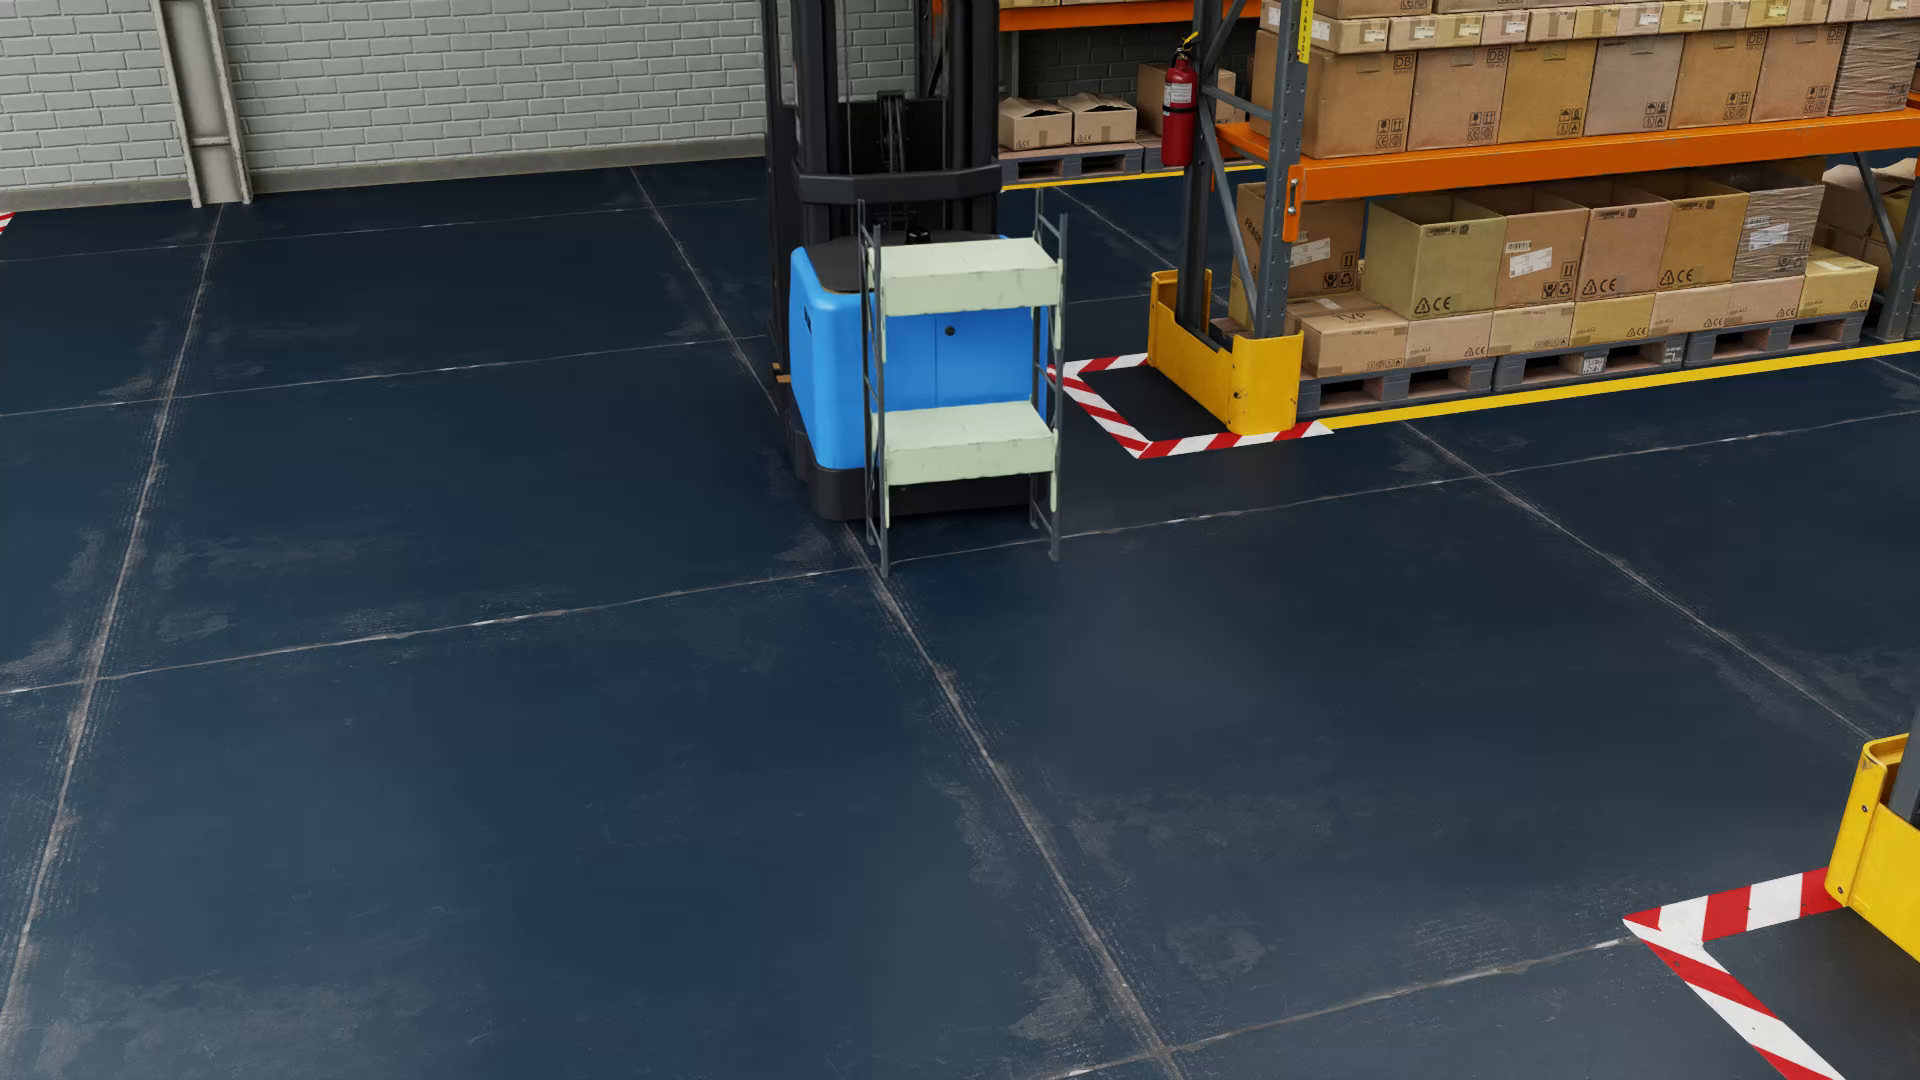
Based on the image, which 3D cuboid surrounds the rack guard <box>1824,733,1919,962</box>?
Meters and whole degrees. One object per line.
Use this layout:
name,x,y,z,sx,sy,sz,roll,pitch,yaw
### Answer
rack guard,2.978,1.054,4.566,0.348,0.500,1.175,-8,28,-16

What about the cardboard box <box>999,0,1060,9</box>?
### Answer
cardboard box,0.415,-4.099,12.280,0.500,0.250,0.500,-9,28,-18

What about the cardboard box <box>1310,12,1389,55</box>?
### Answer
cardboard box,1.830,-2.429,7.927,0.250,0.149,0.380,-8,28,-16

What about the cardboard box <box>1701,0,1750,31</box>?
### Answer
cardboard box,3.793,-2.714,8.502,0.250,0.149,0.380,-7,27,-15

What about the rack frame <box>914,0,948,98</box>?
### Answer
rack frame,-0.147,-4.224,12.386,0.127,3.000,1.000,-8,28,-16

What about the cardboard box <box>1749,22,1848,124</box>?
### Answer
cardboard box,4.274,-2.587,8.975,0.500,0.500,0.700,-9,28,-17

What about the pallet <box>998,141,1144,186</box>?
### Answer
pallet,0.708,-3.083,13.222,1.213,0.211,1.003,-8,28,-16

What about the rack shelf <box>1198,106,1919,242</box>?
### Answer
rack shelf,3.292,-2.084,8.883,4.000,0.370,1.077,-8,28,-16

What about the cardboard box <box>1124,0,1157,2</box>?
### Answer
cardboard box,1.390,-4.244,12.572,0.500,0.250,0.500,-9,28,-17

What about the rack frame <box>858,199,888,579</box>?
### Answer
rack frame,-0.353,-0.595,6.763,0.023,1.500,0.400,-6,27,-11

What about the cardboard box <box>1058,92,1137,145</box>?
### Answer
cardboard box,1.080,-3.353,13.160,0.500,0.311,0.500,-6,27,-12

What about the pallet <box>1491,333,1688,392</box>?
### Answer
pallet,3.262,-1.171,9.371,1.213,0.211,1.003,-8,28,-16

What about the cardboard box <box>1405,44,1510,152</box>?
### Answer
cardboard box,2.336,-2.309,8.414,0.500,0.500,0.700,-8,27,-15

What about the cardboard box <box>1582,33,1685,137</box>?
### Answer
cardboard box,3.309,-2.449,8.696,0.500,0.500,0.700,-7,27,-15

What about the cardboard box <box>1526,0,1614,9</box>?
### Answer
cardboard box,2.866,-2.967,8.282,0.500,0.500,0.700,-8,28,-16

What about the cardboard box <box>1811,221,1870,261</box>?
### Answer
cardboard box,5.498,-1.818,10.158,0.500,0.250,0.500,-9,28,-17

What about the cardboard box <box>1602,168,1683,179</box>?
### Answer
cardboard box,3.705,-1.905,9.490,0.500,0.500,0.500,-8,28,-16

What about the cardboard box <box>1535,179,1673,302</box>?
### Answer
cardboard box,3.396,-1.608,8.893,0.500,0.500,0.500,-8,28,-16

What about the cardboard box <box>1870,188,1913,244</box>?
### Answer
cardboard box,5.664,-1.841,9.574,0.500,0.311,0.500,-8,28,-16

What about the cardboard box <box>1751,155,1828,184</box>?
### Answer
cardboard box,4.656,-2.042,9.767,0.500,0.500,0.500,-8,28,-16

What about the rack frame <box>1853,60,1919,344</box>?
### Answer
rack frame,5.194,-2.681,9.278,0.127,3.000,1.000,-8,28,-16

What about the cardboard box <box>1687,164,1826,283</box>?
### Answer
cardboard box,4.341,-1.754,9.185,0.500,0.500,0.500,-8,28,-16

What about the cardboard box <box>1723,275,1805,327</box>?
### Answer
cardboard box,4.342,-1.417,9.351,0.500,0.250,0.500,-8,28,-16

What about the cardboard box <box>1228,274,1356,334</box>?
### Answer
cardboard box,1.809,-1.286,9.087,0.500,0.250,0.500,-8,28,-16

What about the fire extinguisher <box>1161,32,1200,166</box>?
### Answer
fire extinguisher,1.134,-2.276,8.548,0.183,0.674,0.296,-8,28,-16

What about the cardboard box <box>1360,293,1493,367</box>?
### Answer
cardboard box,2.443,-1.137,8.787,0.500,0.250,0.500,-8,28,-16

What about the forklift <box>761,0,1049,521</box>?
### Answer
forklift,-0.411,-2.030,8.043,1.130,2.935,3.031,-5,27,-11

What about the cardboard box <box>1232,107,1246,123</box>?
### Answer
cardboard box,2.129,-3.484,13.605,0.250,0.149,0.380,-11,28,-20

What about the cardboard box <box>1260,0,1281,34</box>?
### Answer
cardboard box,1.694,-2.599,8.270,0.250,0.149,0.380,-9,28,-17

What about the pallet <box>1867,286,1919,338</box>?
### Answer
pallet,5.882,-1.550,10.135,1.213,0.211,1.003,-8,28,-16

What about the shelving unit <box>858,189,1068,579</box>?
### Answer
shelving unit,0.005,-0.631,6.834,0.755,1.500,0.431,-6,27,-11

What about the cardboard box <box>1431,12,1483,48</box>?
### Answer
cardboard box,2.318,-2.500,8.071,0.250,0.149,0.380,-8,28,-16

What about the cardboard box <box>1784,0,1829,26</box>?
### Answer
cardboard box,4.268,-2.782,8.638,0.250,0.149,0.380,-8,28,-16

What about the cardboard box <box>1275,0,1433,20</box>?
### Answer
cardboard box,1.888,-2.823,7.991,0.500,0.500,0.700,-8,28,-16

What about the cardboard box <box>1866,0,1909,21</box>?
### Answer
cardboard box,4.766,-2.855,8.786,0.250,0.149,0.380,-9,28,-17

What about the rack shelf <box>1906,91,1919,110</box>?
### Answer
rack shelf,7.095,-2.635,9.992,4.000,0.370,1.077,-8,28,-16

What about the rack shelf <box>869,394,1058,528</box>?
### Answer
rack shelf,0.005,-0.339,6.979,0.720,0.370,0.431,-6,27,-11

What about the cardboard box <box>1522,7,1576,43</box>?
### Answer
cardboard box,2.811,-2.572,8.215,0.250,0.149,0.380,-9,28,-18

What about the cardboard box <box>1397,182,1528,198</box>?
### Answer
cardboard box,2.754,-1.767,9.212,0.500,0.500,0.500,-8,28,-16

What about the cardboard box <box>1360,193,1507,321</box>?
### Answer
cardboard box,2.444,-1.472,8.619,0.500,0.500,0.500,-8,28,-16

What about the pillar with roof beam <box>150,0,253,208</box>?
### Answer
pillar with roof beam,-4.122,-4.727,6.652,0.400,9.000,9.100,-8,28,-16

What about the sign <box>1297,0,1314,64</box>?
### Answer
sign,1.556,-2.318,7.484,0.005,0.325,0.100,-8,28,-16

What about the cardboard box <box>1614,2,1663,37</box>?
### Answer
cardboard box,3.292,-2.640,8.353,0.250,0.149,0.380,-8,27,-16

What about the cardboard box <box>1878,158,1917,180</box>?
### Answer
cardboard box,5.983,-2.140,10.177,0.500,0.311,0.500,-7,27,-15

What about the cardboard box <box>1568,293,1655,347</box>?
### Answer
cardboard box,3.396,-1.273,9.060,0.500,0.250,0.500,-8,28,-16
